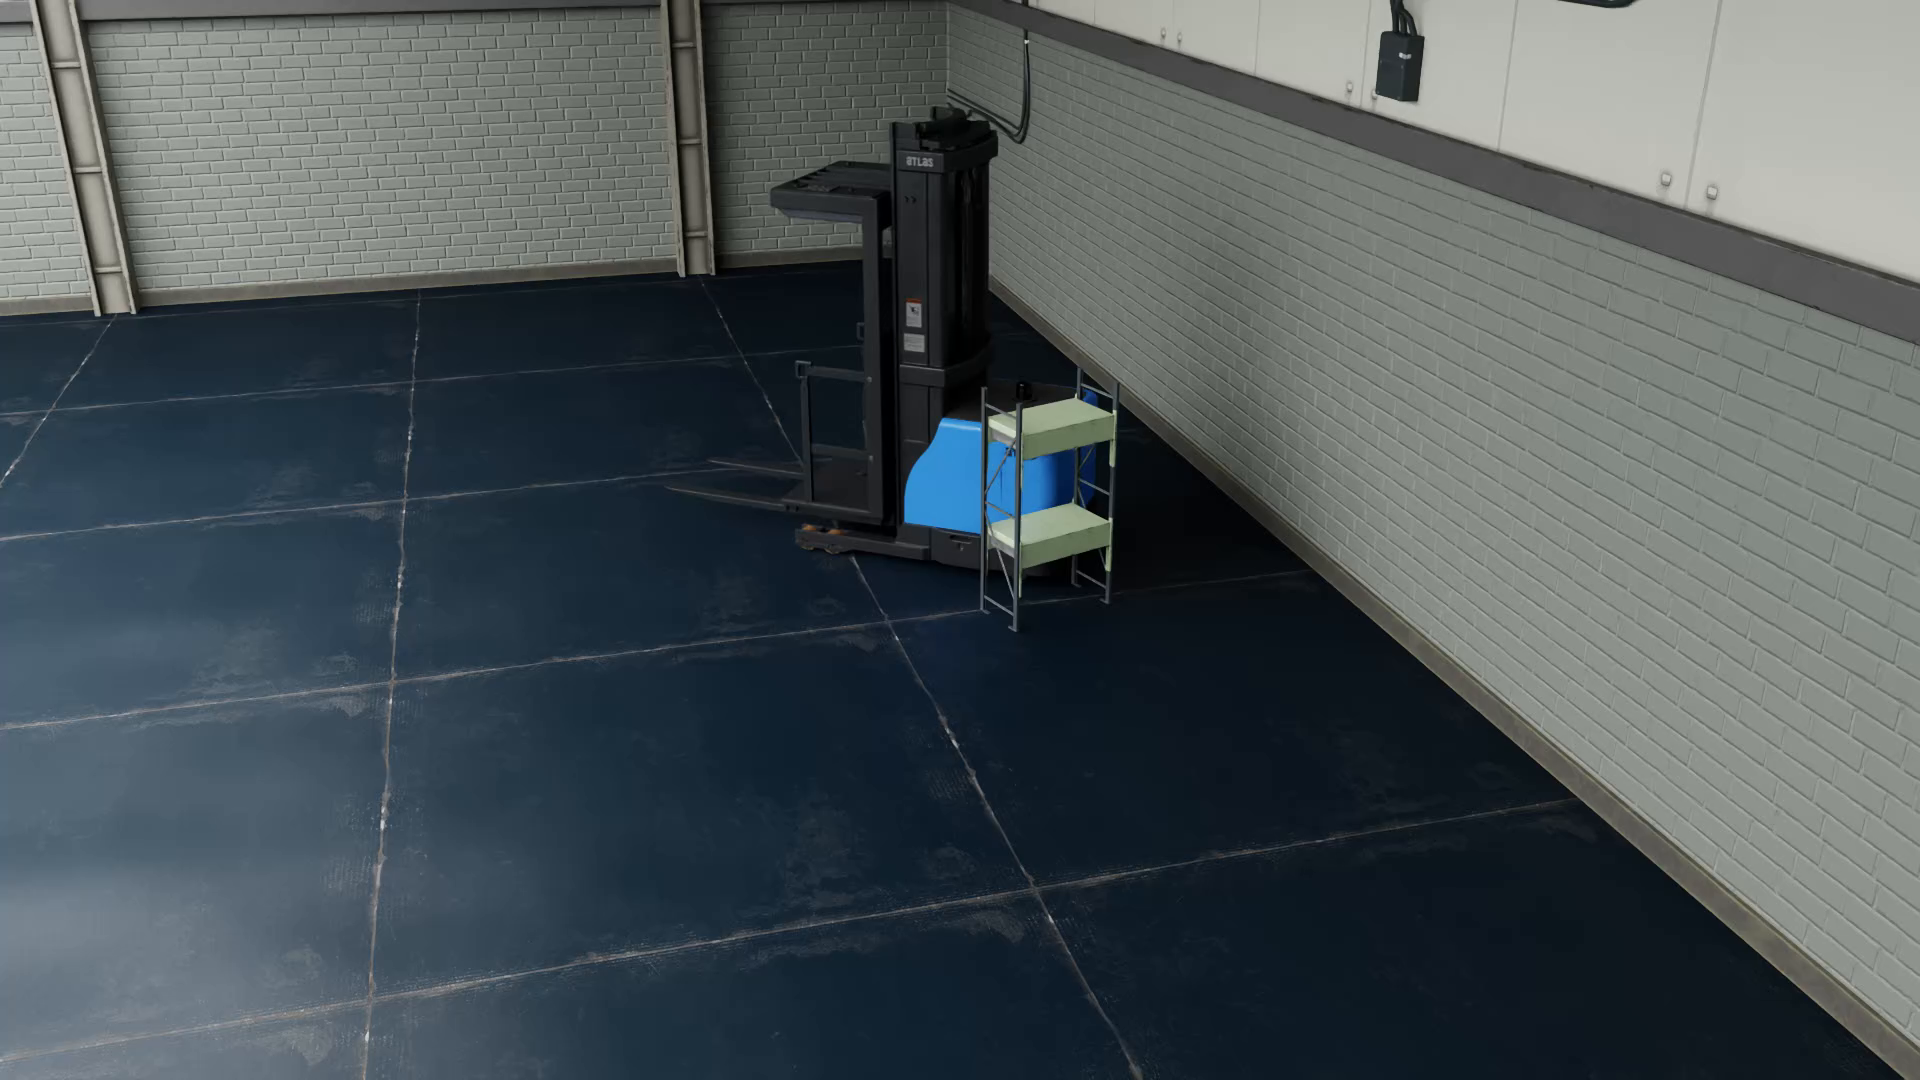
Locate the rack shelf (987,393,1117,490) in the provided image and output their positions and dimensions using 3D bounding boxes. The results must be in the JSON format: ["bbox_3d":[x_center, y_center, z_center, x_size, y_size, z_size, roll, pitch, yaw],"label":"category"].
[{"bbox_3d":[0.555,-0.617,10.296,0.720,0.370,0.431,-15,27,-31],"label":"rack shelf"}]

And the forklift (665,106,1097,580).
[{"bbox_3d":[-0.612,-1.432,11.371,3.031,2.935,1.130,9,25,19],"label":"forklift"}]

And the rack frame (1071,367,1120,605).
[{"bbox_3d":[0.860,-0.338,10.635,0.023,1.500,0.400,-15,27,-31],"label":"rack frame"}]

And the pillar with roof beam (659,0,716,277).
[{"bbox_3d":[-1.814,-5.522,13.207,0.400,9.000,9.100,-6,24,-14],"label":"pillar with roof beam"}]

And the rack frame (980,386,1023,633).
[{"bbox_3d":[0.250,-0.178,10.263,0.023,1.500,0.400,-15,27,-31],"label":"rack frame"}]

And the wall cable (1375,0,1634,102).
[{"bbox_3d":[2.766,-4.925,7.503,0.169,6.003,2.305,-6,24,-14],"label":"wall cable"}]

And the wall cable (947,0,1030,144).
[{"bbox_3d":[0.217,-5.541,17.189,0.112,2.526,3.097,-6,24,-14],"label":"wall cable"}]

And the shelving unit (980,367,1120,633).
[{"bbox_3d":[0.555,-0.258,10.449,0.755,1.500,0.431,-15,27,-31],"label":"shelving unit"}]

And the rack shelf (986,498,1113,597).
[{"bbox_3d":[0.555,0.042,10.578,0.720,0.370,0.431,-15,27,-31],"label":"rack shelf"}]

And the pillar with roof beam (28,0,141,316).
[{"bbox_3d":[-7.591,-4.883,11.717,0.400,9.000,9.100,-6,24,-14],"label":"pillar with roof beam"}]
